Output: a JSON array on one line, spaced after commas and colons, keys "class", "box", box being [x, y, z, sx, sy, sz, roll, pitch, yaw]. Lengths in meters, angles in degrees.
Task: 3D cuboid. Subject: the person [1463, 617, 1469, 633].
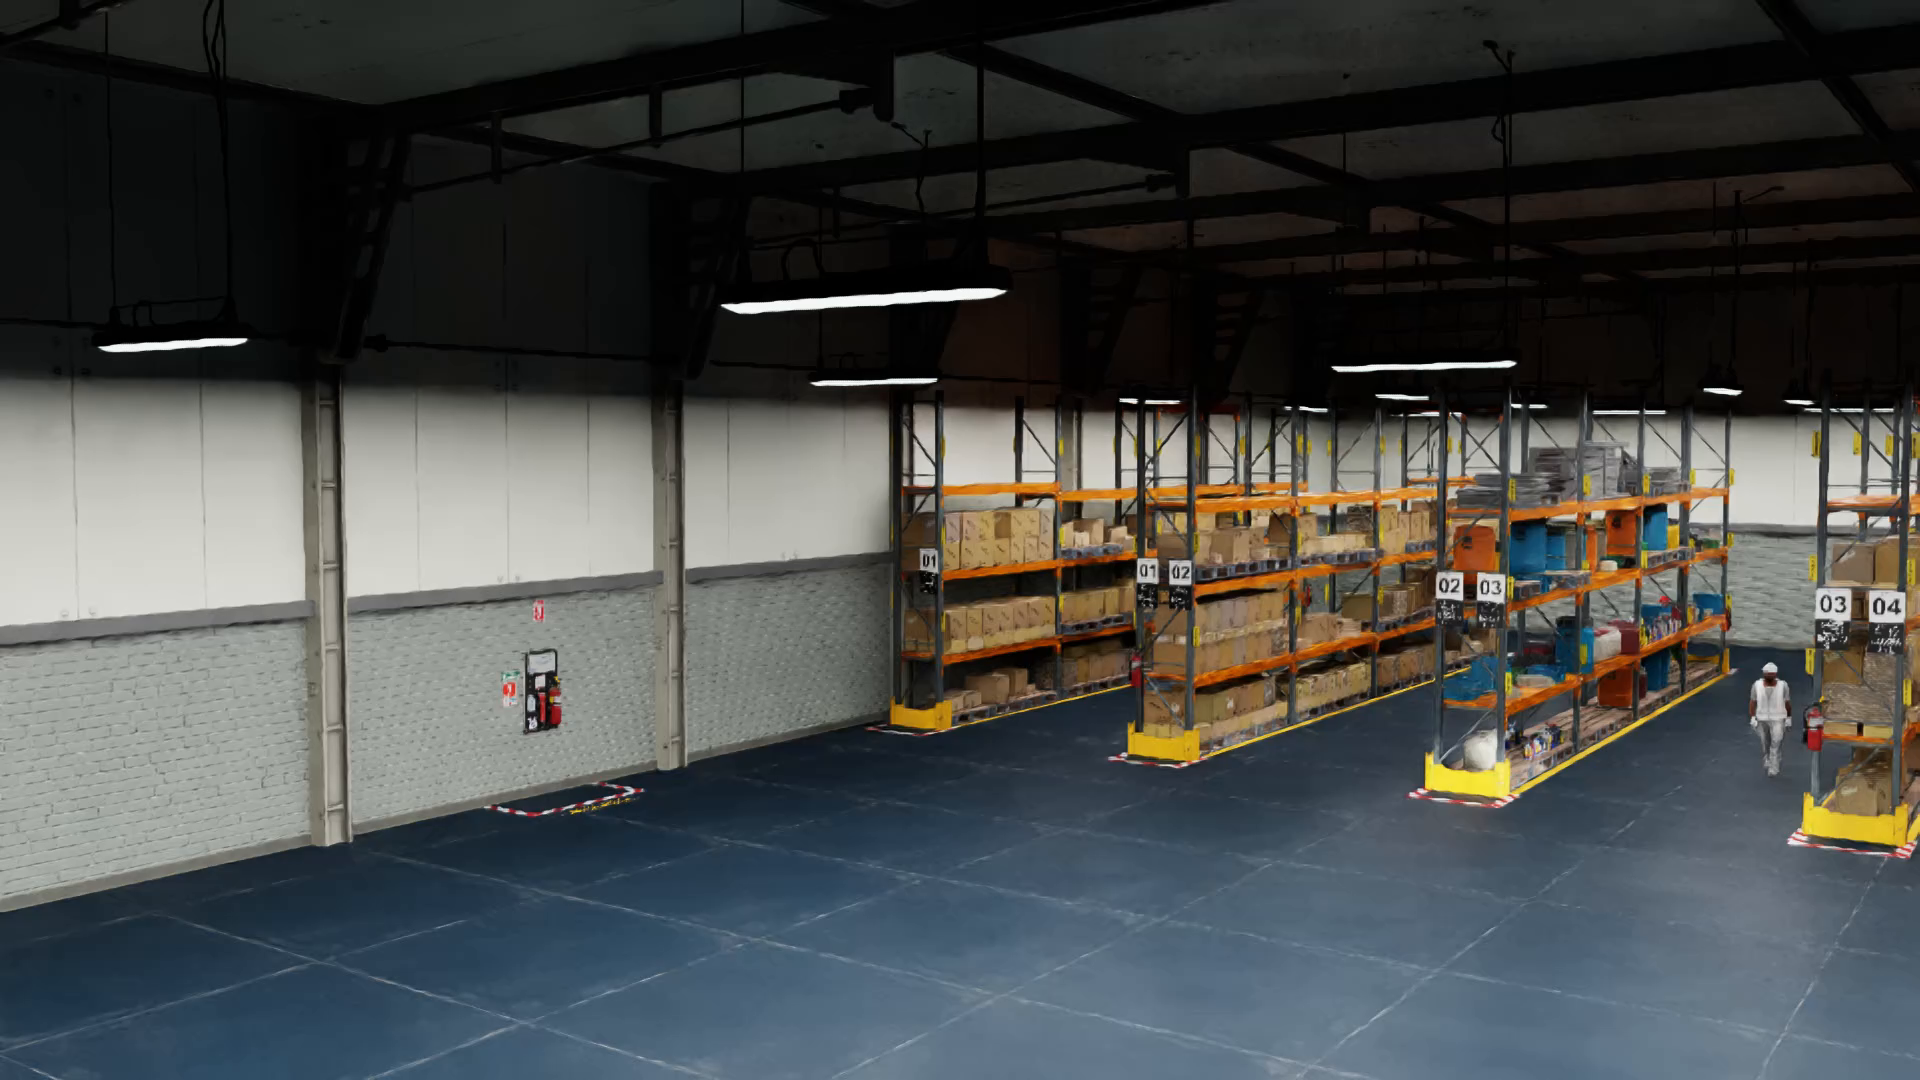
[{"class": "person", "box": [12.545, 1.881, 41.191, 0.487, 1.592, 0.501, 0, 3, -4]}]

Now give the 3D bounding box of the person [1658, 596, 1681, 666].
[{"class": "person", "box": [15.424, 2.084, 36.306, 0.997, 1.754, 0.592, -2, 4, -34]}]

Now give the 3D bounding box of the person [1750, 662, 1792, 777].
[{"class": "person", "box": [12.337, 2.709, 25.356, 0.566, 1.704, 1.122, 2, 4, 37]}]
